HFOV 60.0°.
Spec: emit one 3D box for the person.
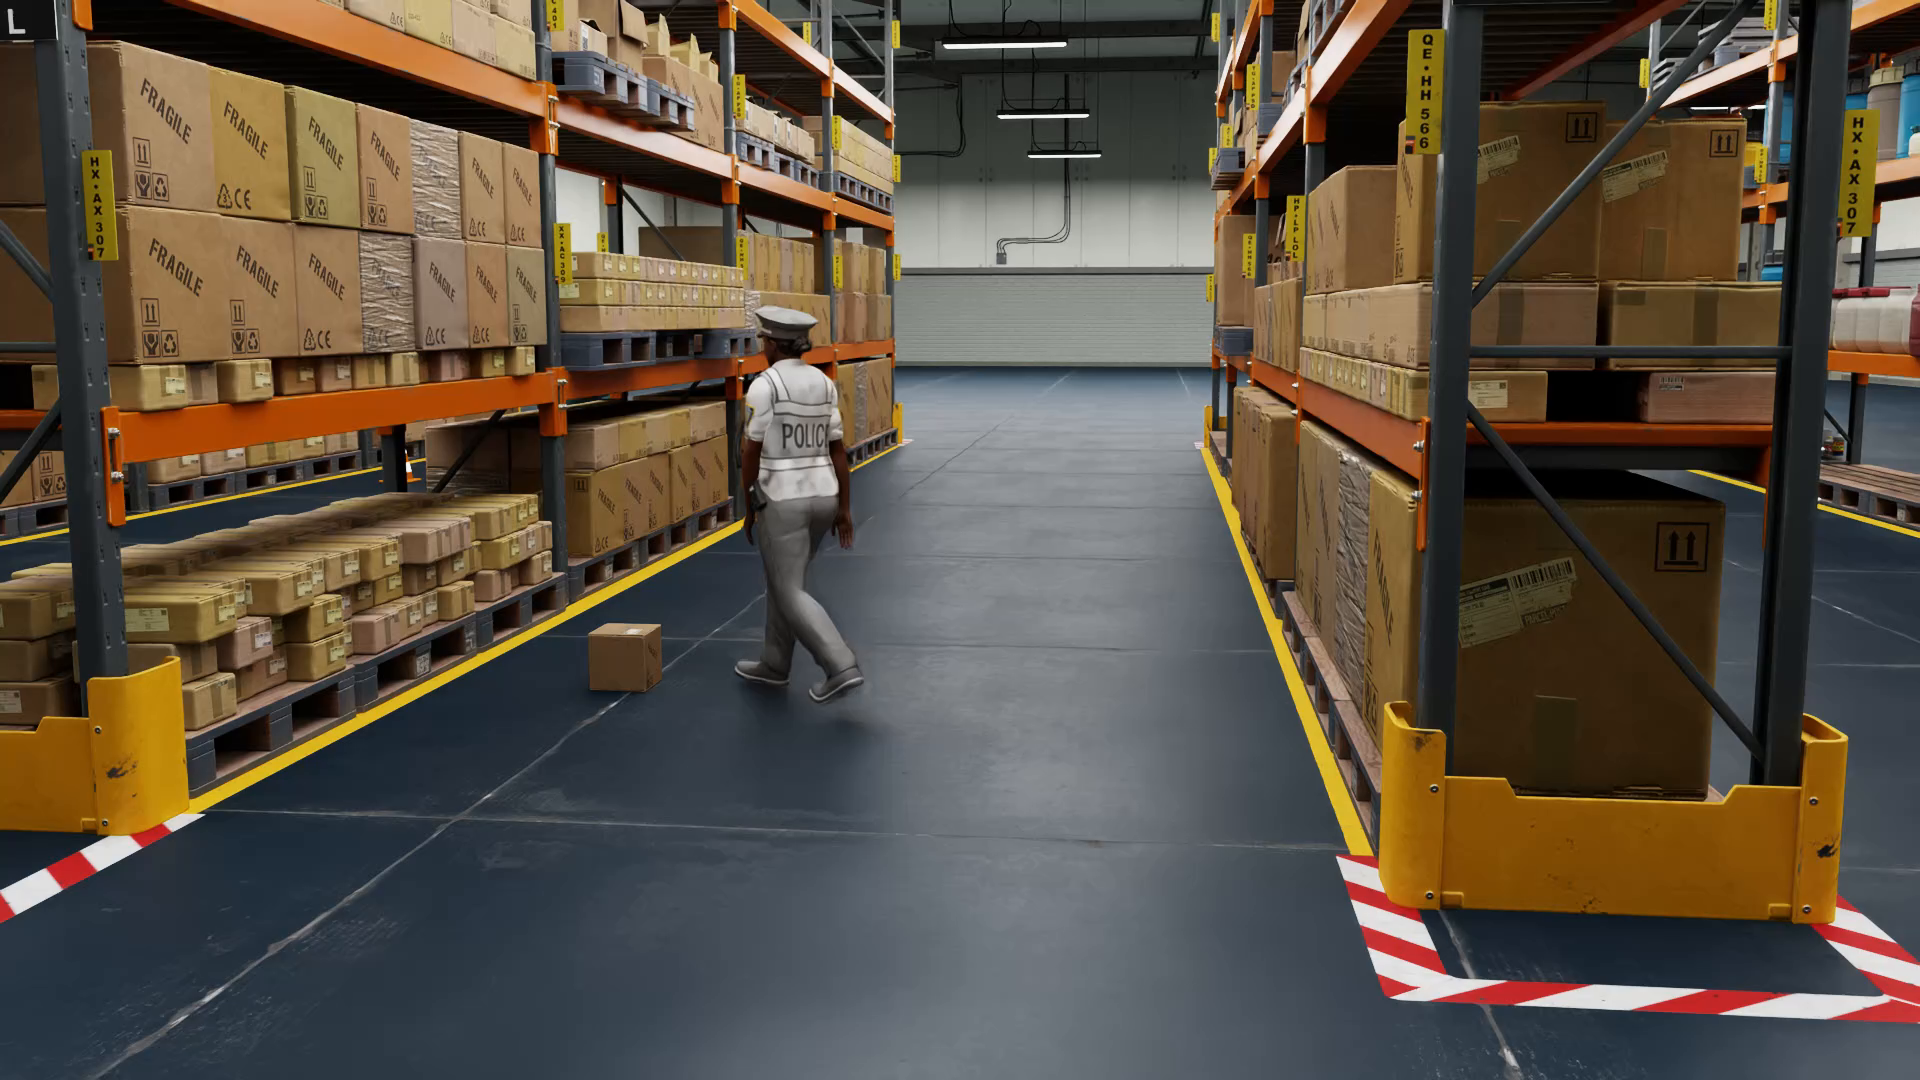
[{"bbox_3d":[-0.667,-0.150,6.871,0.968,1.627,0.462,7,10,41],"label":"person"}]
